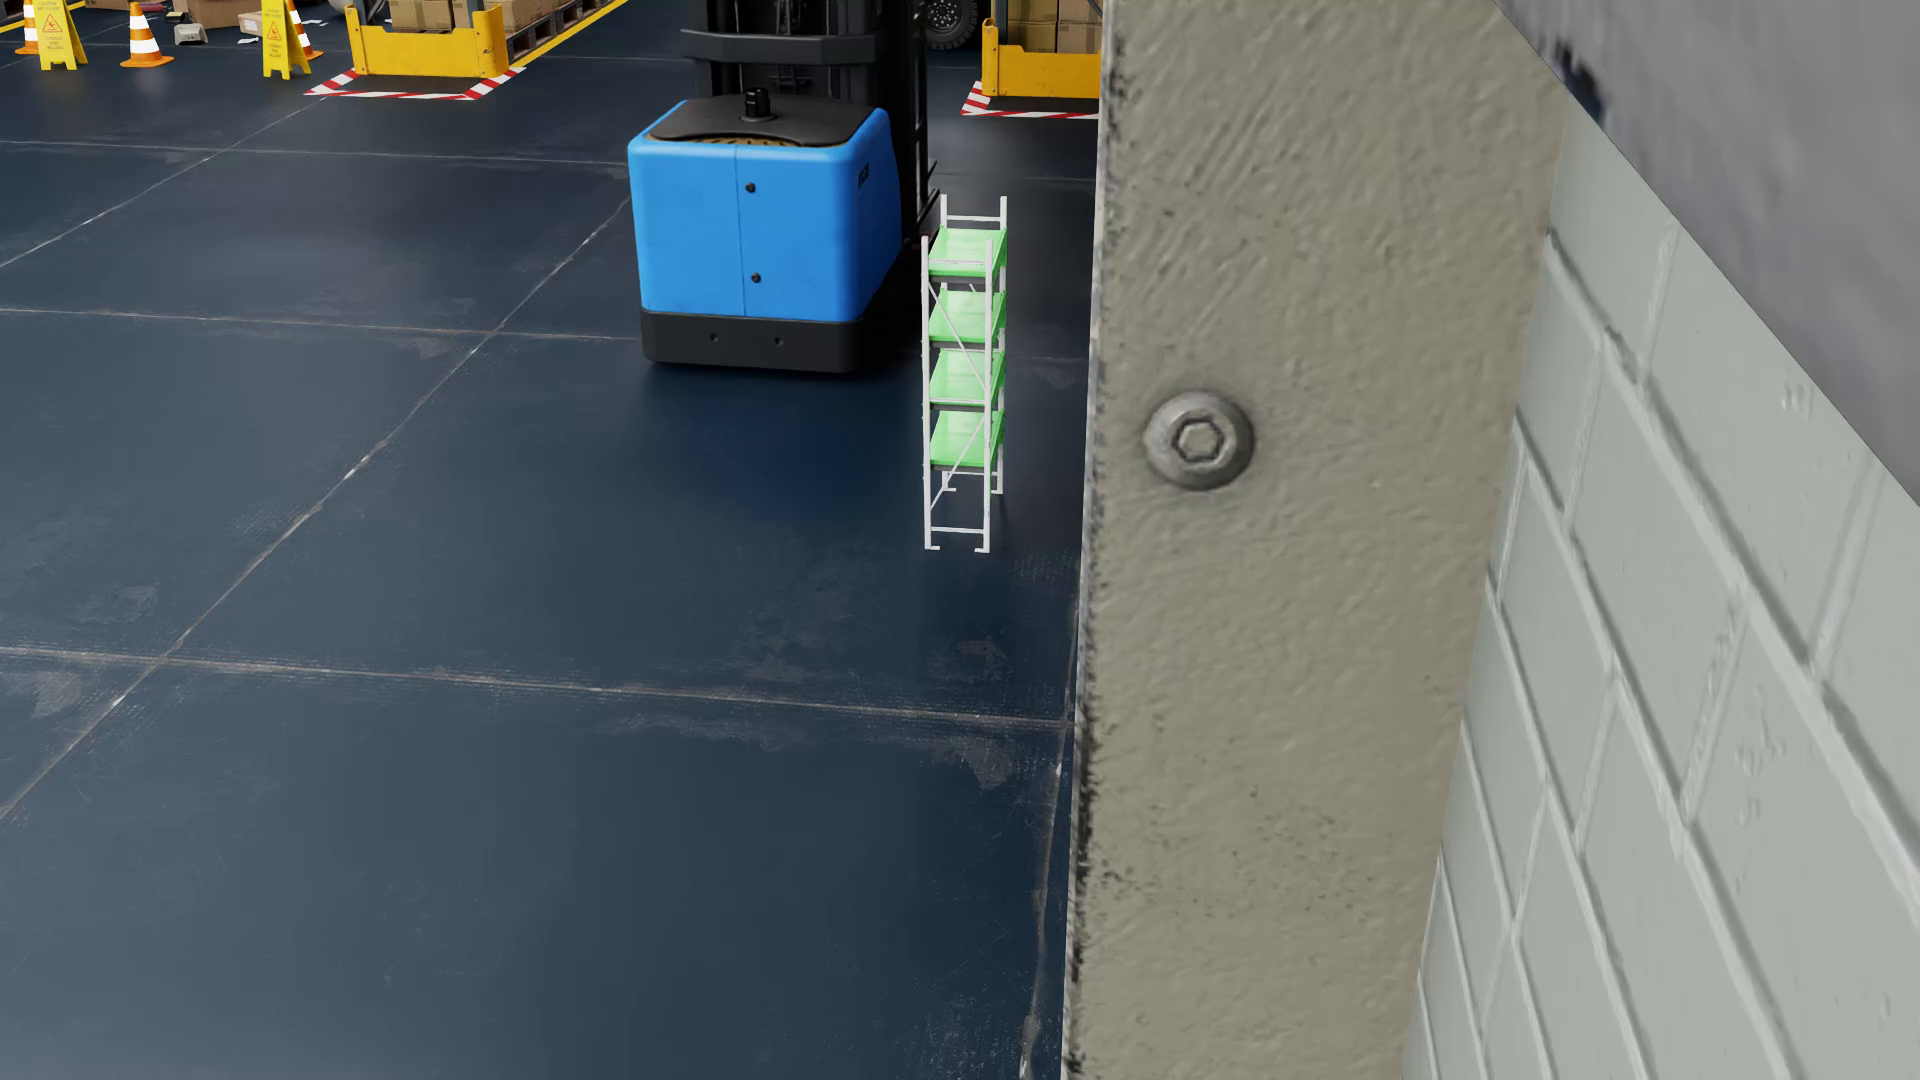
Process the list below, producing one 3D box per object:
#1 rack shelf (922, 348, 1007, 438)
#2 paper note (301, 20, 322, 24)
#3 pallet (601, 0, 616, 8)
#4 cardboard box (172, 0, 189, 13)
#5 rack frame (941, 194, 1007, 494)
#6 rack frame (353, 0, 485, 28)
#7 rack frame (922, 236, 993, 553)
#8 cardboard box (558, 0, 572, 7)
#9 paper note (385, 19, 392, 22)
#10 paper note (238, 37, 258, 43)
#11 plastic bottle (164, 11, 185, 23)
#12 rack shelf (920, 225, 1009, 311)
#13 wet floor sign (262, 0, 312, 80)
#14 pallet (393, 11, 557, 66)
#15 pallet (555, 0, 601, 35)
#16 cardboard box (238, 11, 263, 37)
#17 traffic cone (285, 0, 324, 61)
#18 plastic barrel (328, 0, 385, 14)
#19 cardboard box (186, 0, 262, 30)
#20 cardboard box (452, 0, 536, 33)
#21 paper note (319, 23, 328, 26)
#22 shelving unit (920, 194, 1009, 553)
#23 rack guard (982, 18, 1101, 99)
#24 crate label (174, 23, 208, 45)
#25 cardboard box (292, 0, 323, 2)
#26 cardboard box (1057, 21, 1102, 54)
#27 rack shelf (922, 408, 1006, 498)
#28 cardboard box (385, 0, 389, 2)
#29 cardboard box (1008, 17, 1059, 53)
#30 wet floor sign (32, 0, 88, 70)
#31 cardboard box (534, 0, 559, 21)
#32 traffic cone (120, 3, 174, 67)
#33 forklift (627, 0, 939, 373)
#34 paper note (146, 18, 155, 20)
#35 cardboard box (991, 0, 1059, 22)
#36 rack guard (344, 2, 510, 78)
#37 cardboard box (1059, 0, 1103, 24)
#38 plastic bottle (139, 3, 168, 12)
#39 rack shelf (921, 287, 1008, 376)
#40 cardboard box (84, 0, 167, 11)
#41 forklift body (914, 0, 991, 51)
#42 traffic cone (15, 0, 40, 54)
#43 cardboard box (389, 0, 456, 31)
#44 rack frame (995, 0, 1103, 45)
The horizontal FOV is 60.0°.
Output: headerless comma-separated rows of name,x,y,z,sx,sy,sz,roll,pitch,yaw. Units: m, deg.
rack shelf,0.020,-0.550,6.140,0.258,0.148,0.480,3,28,6
paper note,-5.773,-4.620,14.806,0.148,0.019,0.142,14,31,24
pallet,-3.723,-5.318,15.899,1.003,0.211,1.213,3,28,6
cardboard box,-6.984,-4.984,15.221,0.396,0.266,0.258,8,29,15
rack frame,0.050,-0.721,6.323,0.240,1.200,0.015,3,28,6
rack frame,-4.166,-4.981,12.333,1.000,3.000,0.127,3,28,6
rack frame,-0.010,-0.491,5.897,0.240,1.200,0.015,3,28,6
cardboard box,-3.668,-4.816,14.484,0.500,0.250,0.500,5,29,10
paper note,-5.058,-4.639,14.829,0.142,0.019,0.148,-6,29,-11
paper note,-6.026,-4.234,14.078,0.148,0.019,0.142,-6,29,-11
plastic bottle,-7.019,-4.683,14.877,0.133,0.061,0.283,-6,29,-11
rack shelf,0.020,-0.972,5.913,0.258,0.148,0.480,3,28,6
wet floor sign,-5.251,-3.917,12.841,0.267,0.644,0.232,14,31,24
pallet,-4.022,-4.169,13.767,1.003,0.211,1.213,3,28,6
pallet,-3.870,-4.742,14.830,1.003,0.211,1.213,3,28,6
cardboard box,-6.010,-4.460,14.371,0.380,0.149,0.250,20,34,32
traffic cone,-5.394,-4.141,13.449,0.336,0.463,0.334,3,28,6
plastic barrel,-5.416,-4.907,14.912,0.421,0.421,0.512,-24,36,-37
cardboard box,-6.463,-4.856,14.733,0.797,0.503,0.637,-17,33,-29
cardboard box,-3.793,-4.319,13.560,0.500,0.250,0.500,3,28,6
paper note,-5.625,-4.563,14.708,0.032,0.001,0.123,3,28,6
shelving unit,0.020,-0.606,6.110,0.258,1.200,0.503,3,28,6
rack guard,0.758,-3.582,12.373,1.175,0.500,0.348,3,28,6
crate label,-6.502,-4.276,14.043,0.250,0.136,0.298,-11,30,-20
cardboard box,-6.357,-5.356,15.518,0.797,0.637,0.503,3,28,6
cardboard box,1.015,-3.888,12.761,0.500,0.250,0.500,3,29,6
rack shelf,0.020,-0.339,6.254,0.258,0.148,0.480,3,28,6
cardboard box,-5.158,-5.339,15.631,0.500,0.500,0.500,-24,36,-37
cardboard box,0.505,-3.908,12.798,0.500,0.250,0.500,4,29,7
wet floor sign,-7.130,-4.056,13.098,0.267,0.644,0.232,-1,28,-3
cardboard box,-3.723,-4.559,14.006,0.500,0.250,0.500,4,29,8
traffic cone,-6.537,-4.046,13.272,0.336,0.463,0.334,3,28,6
forklift,-0.722,-2.720,8.208,1.130,2.935,3.031,4,29,8
paper note,-7.258,-4.677,14.921,0.032,0.001,0.123,20,34,32
cardboard box,0.510,-4.136,12.694,0.500,0.250,0.500,3,28,6
rack guard,-4.157,-3.916,12.992,1.175,0.500,0.348,3,28,6
cardboard box,1.024,-4.098,12.623,0.500,0.250,0.500,4,29,7
plastic bottle,-7.409,-4.880,15.244,0.283,0.061,0.133,-6,29,-11
rack shelf,0.020,-0.761,6.027,0.258,0.148,0.480,3,28,6
cardboard box,-7.773,-5.214,15.399,0.500,0.500,0.500,8,29,15
forklift body,-0.818,-5.319,13.856,2.313,2.155,1.214,3,28,6
traffic cone,-7.617,-4.272,13.691,0.336,0.463,0.334,3,28,6
cardboard box,-4.331,-4.363,13.642,0.500,0.250,0.500,3,28,6
rack frame,0.761,-4.694,11.801,1.000,3.000,0.127,3,28,6
